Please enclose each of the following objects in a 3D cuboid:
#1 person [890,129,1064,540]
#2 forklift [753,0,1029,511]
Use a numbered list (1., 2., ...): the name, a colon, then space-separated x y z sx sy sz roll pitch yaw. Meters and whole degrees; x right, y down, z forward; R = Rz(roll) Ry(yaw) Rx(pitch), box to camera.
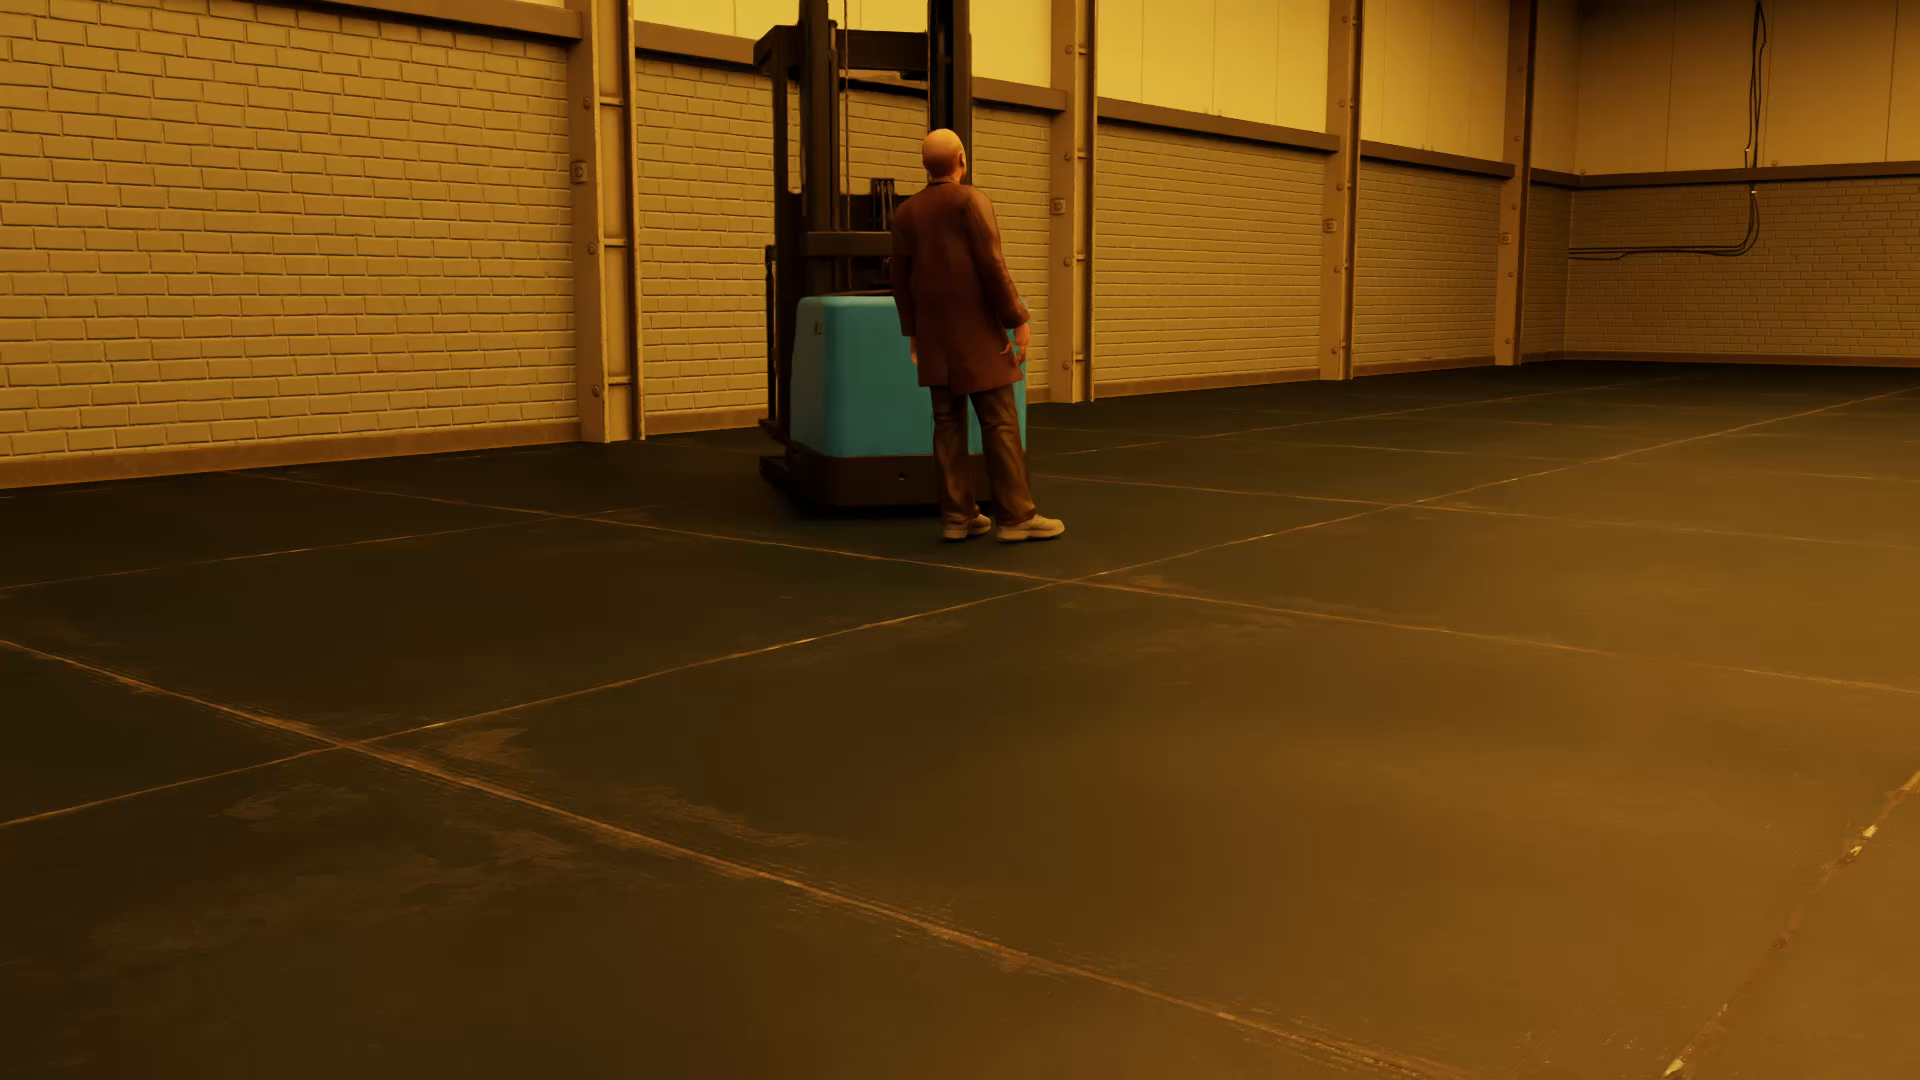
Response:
1. person: 0.061 -0.897 7.342 0.696 1.776 0.582 7 11 38
2. forklift: -0.544 -1.768 9.367 1.130 2.935 3.031 -2 9 -16
